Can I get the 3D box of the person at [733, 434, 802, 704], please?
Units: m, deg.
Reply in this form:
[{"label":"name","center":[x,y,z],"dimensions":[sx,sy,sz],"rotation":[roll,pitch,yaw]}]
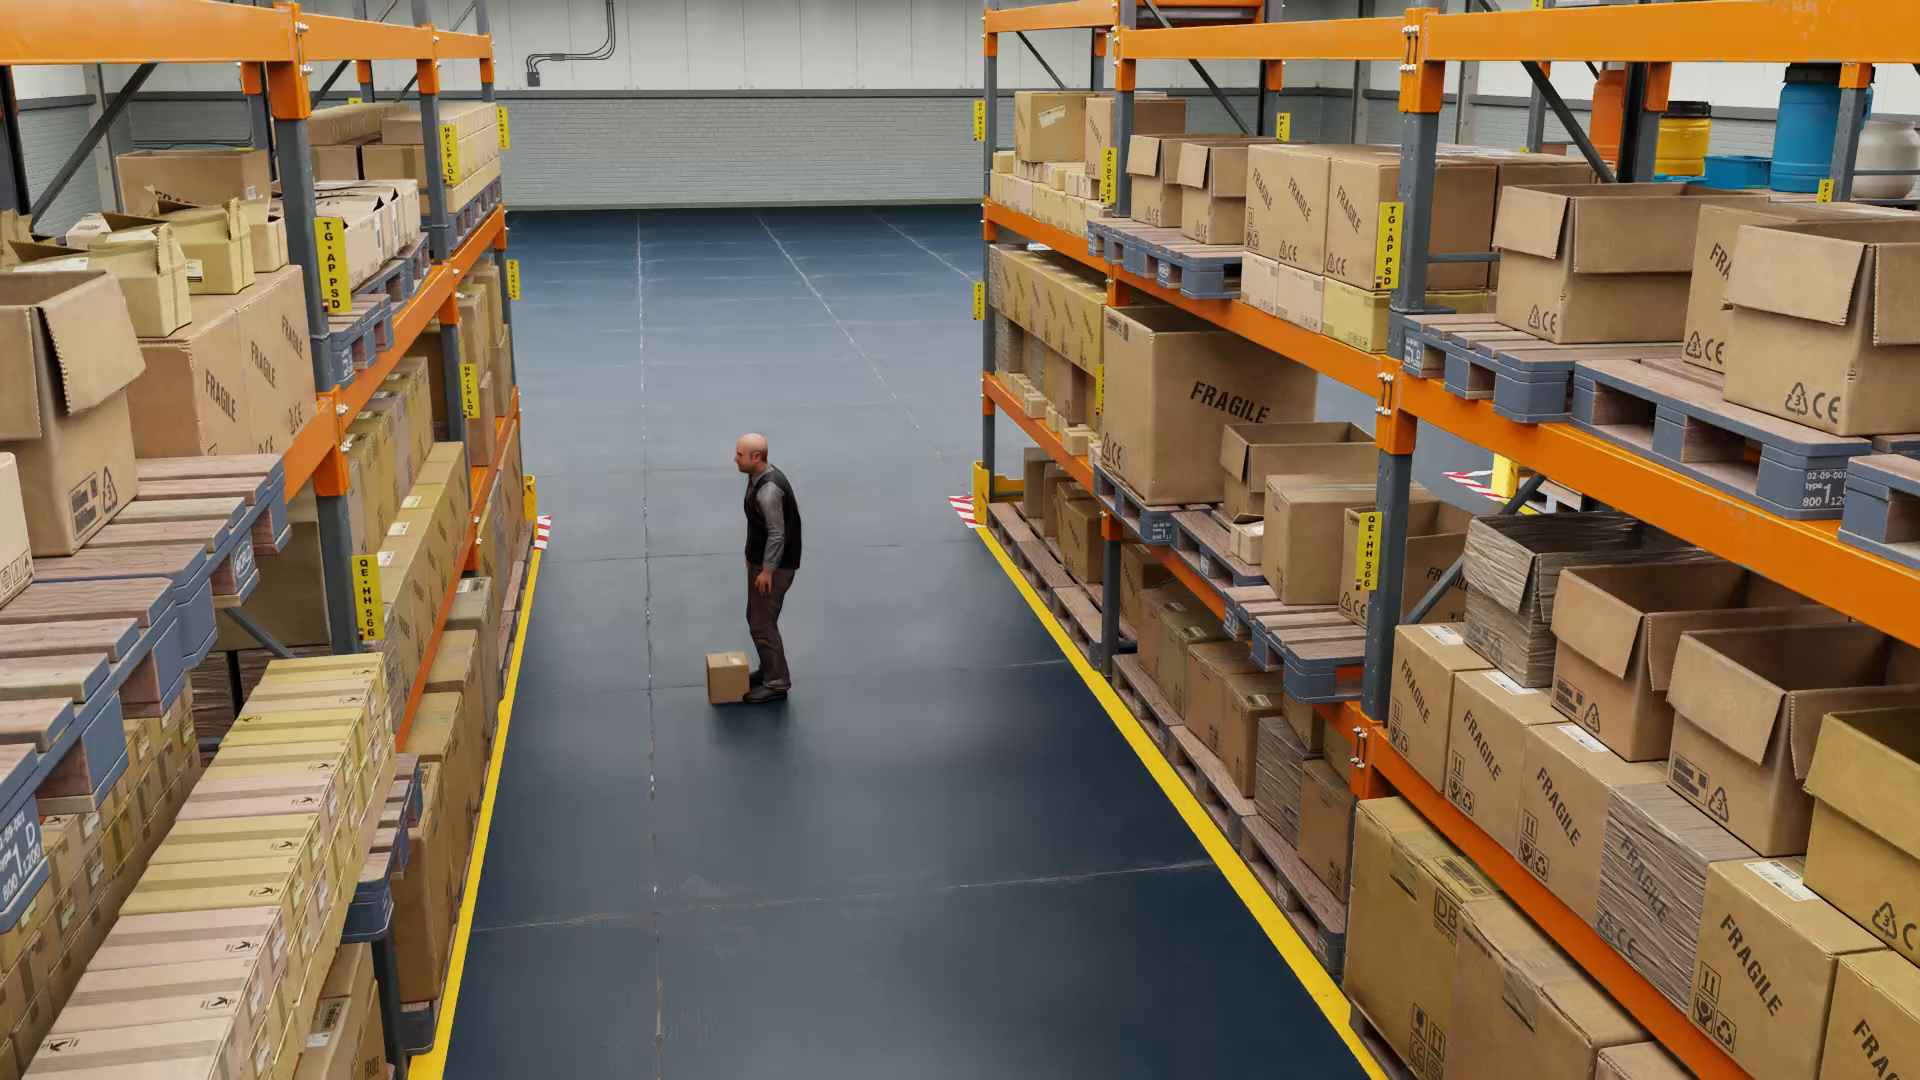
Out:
[{"label":"person","center":[-1.214,0.162,10.519],"dimensions":[0.421,1.721,0.594],"rotation":[-4,17,-14]}]
